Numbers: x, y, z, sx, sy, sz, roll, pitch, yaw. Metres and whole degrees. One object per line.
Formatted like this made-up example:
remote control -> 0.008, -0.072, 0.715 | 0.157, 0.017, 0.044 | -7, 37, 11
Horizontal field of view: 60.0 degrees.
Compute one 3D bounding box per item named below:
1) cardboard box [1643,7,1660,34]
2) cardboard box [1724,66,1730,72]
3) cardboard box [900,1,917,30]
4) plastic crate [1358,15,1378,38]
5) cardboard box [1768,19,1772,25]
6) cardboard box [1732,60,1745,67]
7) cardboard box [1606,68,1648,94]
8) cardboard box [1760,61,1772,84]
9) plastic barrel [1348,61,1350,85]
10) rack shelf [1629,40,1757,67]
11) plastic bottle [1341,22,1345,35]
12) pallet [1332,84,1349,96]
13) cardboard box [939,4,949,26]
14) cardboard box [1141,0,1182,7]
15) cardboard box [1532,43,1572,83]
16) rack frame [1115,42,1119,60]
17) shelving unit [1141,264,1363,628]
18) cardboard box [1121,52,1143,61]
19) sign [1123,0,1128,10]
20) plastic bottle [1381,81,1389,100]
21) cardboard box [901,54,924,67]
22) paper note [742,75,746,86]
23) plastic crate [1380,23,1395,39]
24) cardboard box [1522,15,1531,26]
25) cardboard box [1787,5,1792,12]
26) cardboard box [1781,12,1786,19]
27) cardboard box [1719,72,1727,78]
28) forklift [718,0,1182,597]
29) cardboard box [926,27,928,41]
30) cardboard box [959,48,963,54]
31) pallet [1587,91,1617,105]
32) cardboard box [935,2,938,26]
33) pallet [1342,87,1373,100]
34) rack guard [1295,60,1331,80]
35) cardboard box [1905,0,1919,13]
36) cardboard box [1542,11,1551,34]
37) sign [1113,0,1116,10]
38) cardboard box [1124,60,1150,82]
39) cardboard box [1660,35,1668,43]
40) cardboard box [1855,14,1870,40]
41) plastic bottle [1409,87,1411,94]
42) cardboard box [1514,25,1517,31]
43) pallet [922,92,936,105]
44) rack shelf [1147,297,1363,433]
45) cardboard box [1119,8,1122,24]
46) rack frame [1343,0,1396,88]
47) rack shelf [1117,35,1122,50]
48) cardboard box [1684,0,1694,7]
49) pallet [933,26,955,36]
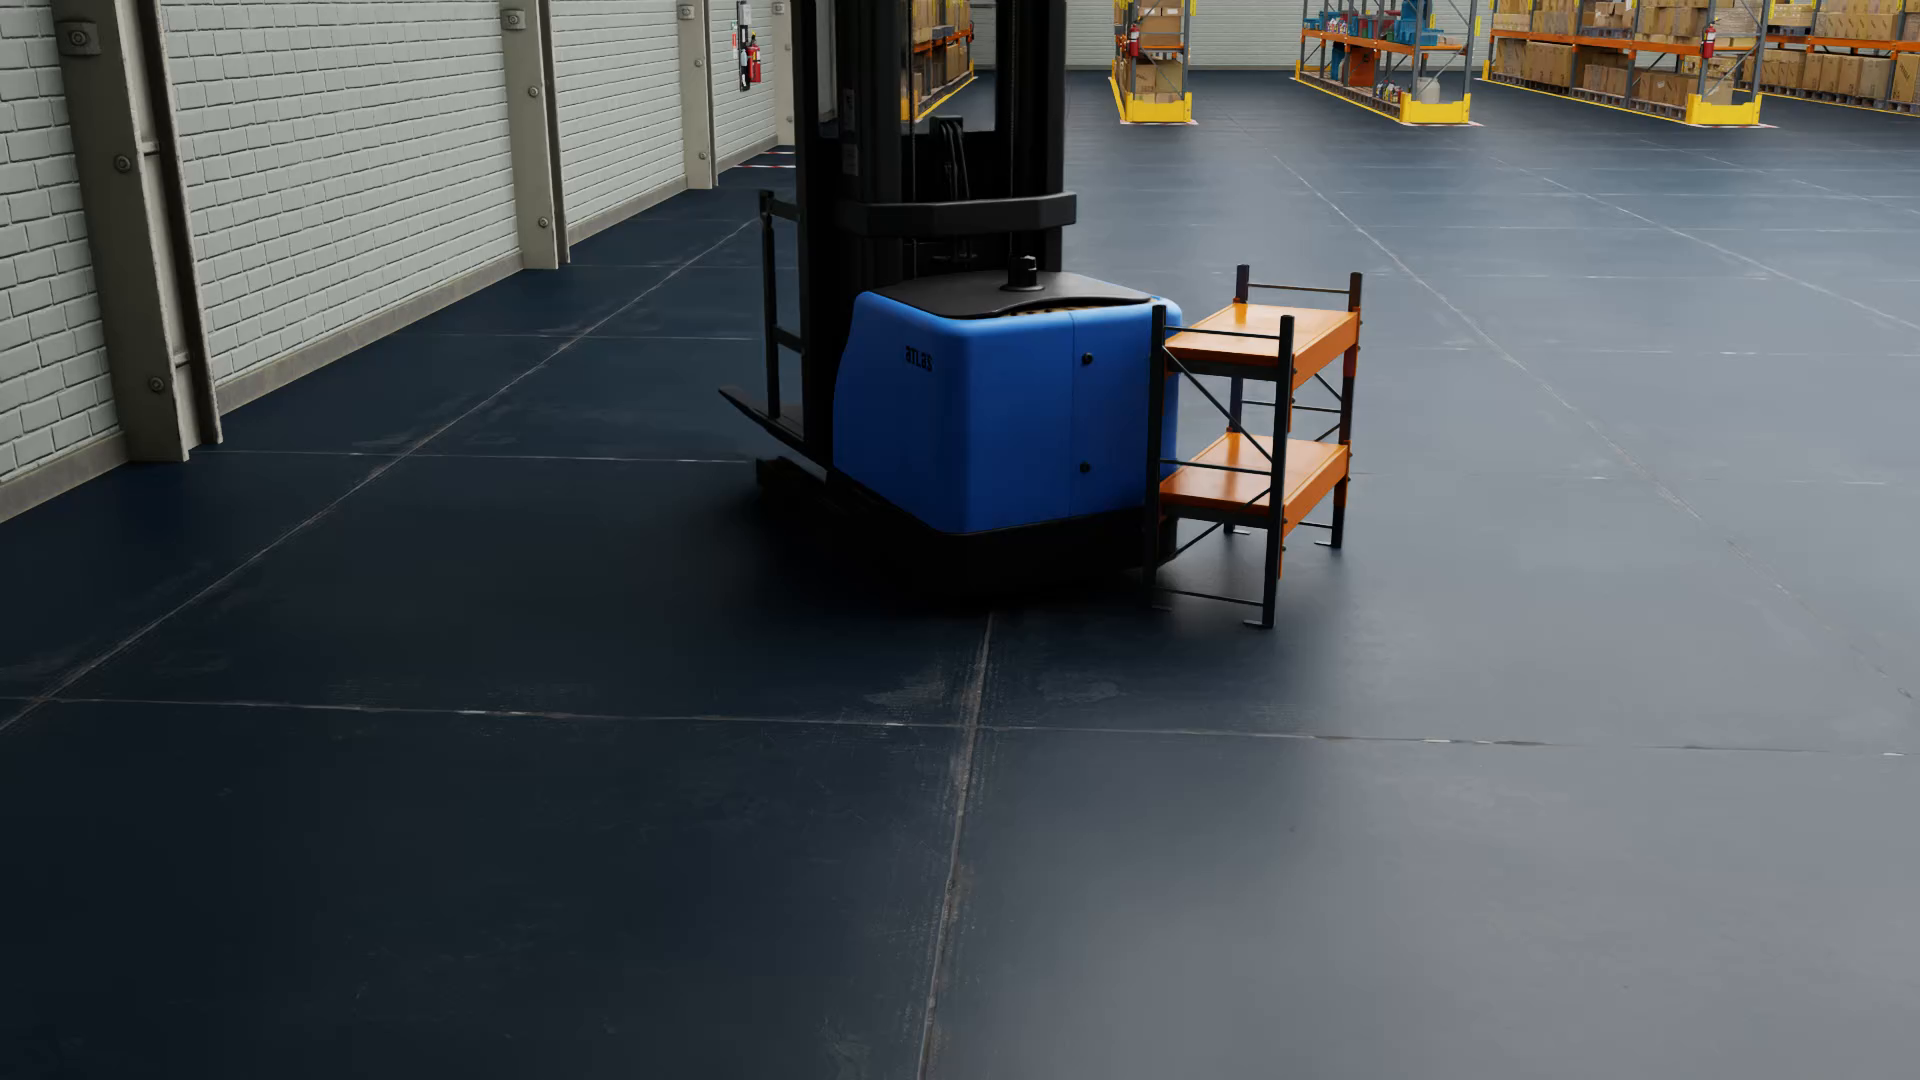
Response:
cardboard box -> 13.562, -9.896, 31.667 | 0.875, 0.500, 0.500 | 1, 18, 4
cardboard box -> 18.953, -11.518, 40.682 | 0.380, 0.149, 0.250 | 0, 18, 1
cardboard box -> -1.048, -9.525, 30.180 | 0.500, 0.500, 0.500 | 1, 18, 4
plastic crate -> 8.652, -10.888, 35.231 | 0.402, 0.464, 0.583 | 1, 18, 4
cardboard box -> 18.644, -11.826, 37.927 | 0.380, 0.149, 0.250 | 0, 18, 1
cardboard box -> 19.006, -11.586, 40.413 | 0.380, 0.149, 0.250 | 2, 18, 5
cardboard box -> 13.885, -9.533, 34.505 | 0.700, 0.500, 0.500 | 0, 18, -1
cardboard box -> 18.863, -10.803, 38.415 | 0.500, 0.500, 0.500 | 2, 18, 5
plastic barrel -> 9.043, -10.700, 38.080 | 0.421, 0.512, 0.421 | 0, 18, 0
rack shelf -> 13.584, -9.037, 30.839 | 1.077, 0.370, 4.000 | 1, 18, 4
plastic bottle -> 8.748, -11.655, 37.880 | 0.097, 0.271, 0.097 | 0, 18, 0
pallet -> 9.088, -10.273, 37.936 | 1.003, 0.211, 1.213 | 1, 18, 4
cardboard box -> -0.518, -11.917, 37.805 | 0.500, 0.500, 0.500 | 2, 18, 6
cardboard box -> 3.610, -9.805, 29.784 | 0.700, 0.500, 0.500 | 1, 18, 4
cardboard box -> 14.211, -11.197, 39.016 | 1.225, 0.875, 0.875 | 1, 18, 2
rack frame -> 4.707, -13.949, 44.676 | 1.000, 3.000, 0.127 | 1, 18, 4
shelving unit -> 1.124, -0.398, 6.333 | 0.538, 1.125, 1.048 | 9, 20, 24
cardboard box -> 3.966, -11.155, 38.253 | 0.500, 0.250, 0.500 | 2, 18, 6
sign -> 3.305, -10.744, 33.161 | 0.100, 0.325, 0.005 | 1, 18, 4
plastic bottle -> 8.301, -8.760, 32.389 | 0.144, 0.351, 0.185 | 1, 18, 2
cardboard box -> -1.030, -10.075, 34.956 | 0.500, 0.250, 0.500 | 1, 18, 3
paper note -> -2.921, -6.224, 22.514 | 0.016, 0.148, 0.142 | 1, 18, 4
plastic crate -> 8.622, -9.921, 32.483 | 0.767, 0.338, 0.504 | 1, 18, 4
cardboard box -> 14.070, -12.697, 40.619 | 0.500, 0.250, 0.500 | 1, 18, 3
cardboard box -> 18.571, -11.784, 36.844 | 0.380, 0.149, 0.250 | 2, 18, 6
cardboard box -> 18.587, -11.727, 37.147 | 0.380, 0.149, 0.250 | 1, 18, 4
cardboard box -> 18.985, -11.479, 41.041 | 0.380, 0.149, 0.250 | 1, 18, 2
forklift -> -0.270, -1.597, 7.091 | 1.130, 2.935, 3.031 | -9, 20, -25
cardboard box -> -0.891, -9.805, 32.237 | 0.500, 0.250, 0.500 | 1, 18, 4
cardboard box -> -0.122, -12.630, 42.950 | 0.380, 0.149, 0.250 | 1, 18, 2
pallet -> 13.866, -9.296, 34.955 | 1.003, 0.211, 1.213 | 1, 18, 4
cardboard box -> -0.845, -11.510, 36.365 | 0.700, 0.500, 0.500 | 0, 18, -1
pallet -> 8.979, -9.788, 36.454 | 1.003, 0.211, 1.213 | 1, 18, 4
rack guard -> 9.636, -12.657, 44.747 | 1.175, 0.500, 0.348 | 1, 18, 4
cardboard box -> 18.606, -10.328, 31.651 | 0.875, 0.550, 0.550 | 1, 18, 4
cardboard box -> 13.947, -12.083, 38.820 | 0.500, 0.500, 0.500 | 1, 18, 3
sign -> 4.165, -14.372, 44.578 | 0.100, 0.325, 0.005 | 1, 18, 4
cardboard box -> 3.429, -9.024, 32.181 | 0.500, 0.500, 0.500 | 1, 18, 4
cardboard box -> 13.317, -9.354, 31.056 | 0.380, 0.149, 0.250 | 1, 18, 4
cardboard box -> 18.510, -10.387, 33.645 | 0.500, 0.500, 0.500 | 1, 18, 4
plastic bottle -> 8.865, -8.754, 32.490 | 0.152, 0.276, 0.135 | 1, 18, 4
cardboard box -> 14.069, -12.787, 41.532 | 0.380, 0.149, 0.250 | 2, 18, 5
pallet -> -1.040, -9.248, 34.808 | 1.003, 0.211, 1.213 | 1, 18, 4
rack shelf -> 1.124, -0.677, 6.241 | 0.538, 0.278, 1.000 | 9, 20, 24
cardboard box -> 4.177, -12.597, 39.713 | 0.700, 0.500, 0.500 | 4, 19, 13
rack frame -> 9.074, -11.353, 36.752 | 1.000, 3.000, 0.127 | 1, 18, 4
rack shelf -> 4.277, -11.744, 39.101 | 1.077, 0.370, 4.000 | 1, 18, 4
cardboard box -> 13.263, -9.753, 29.627 | 0.500, 0.500, 0.500 | 1, 18, 4
pallet -> -0.753, -11.259, 36.774 | 1.213, 0.211, 1.003 | 1, 18, 4
